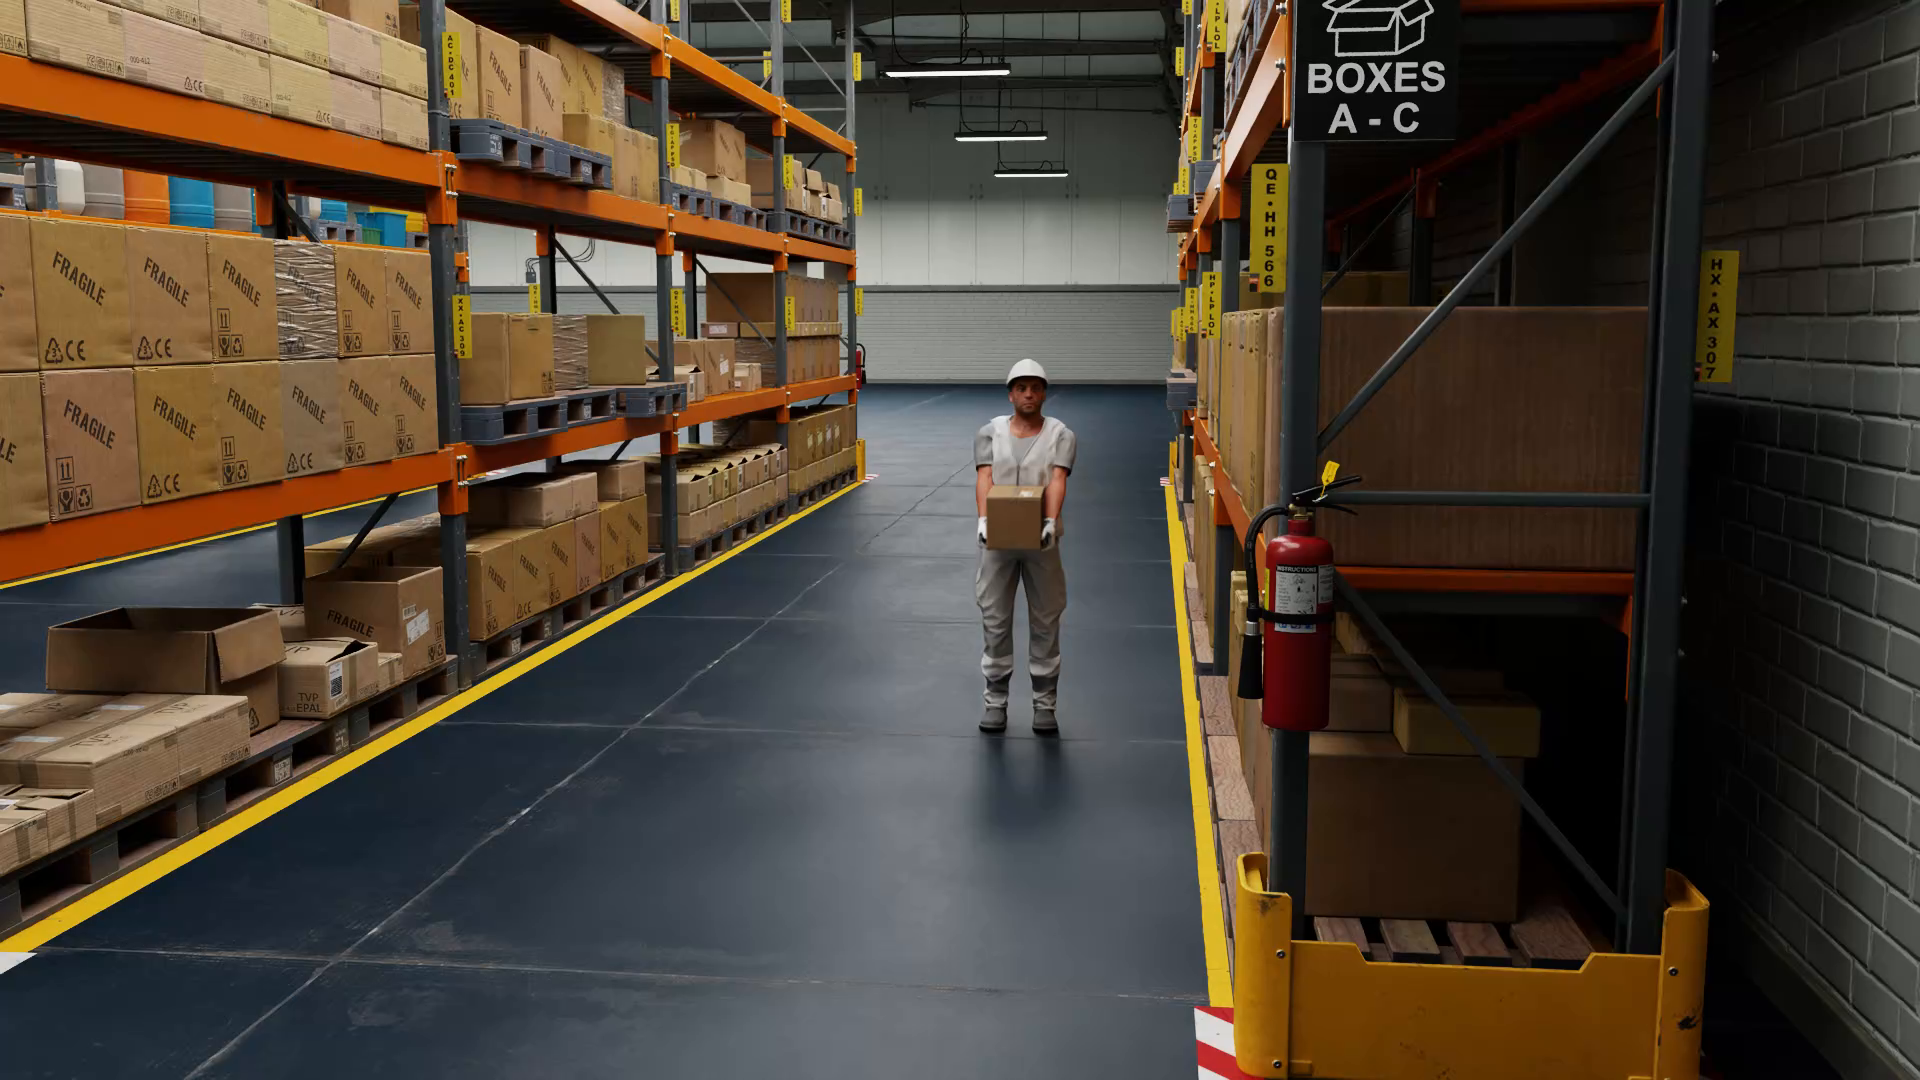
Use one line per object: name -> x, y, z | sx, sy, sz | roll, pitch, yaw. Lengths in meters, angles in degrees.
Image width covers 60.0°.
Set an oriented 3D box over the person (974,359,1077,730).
person -> 0.298, 0.035, 7.942 | 0.494, 1.784, 0.566 | 1, 8, 7
